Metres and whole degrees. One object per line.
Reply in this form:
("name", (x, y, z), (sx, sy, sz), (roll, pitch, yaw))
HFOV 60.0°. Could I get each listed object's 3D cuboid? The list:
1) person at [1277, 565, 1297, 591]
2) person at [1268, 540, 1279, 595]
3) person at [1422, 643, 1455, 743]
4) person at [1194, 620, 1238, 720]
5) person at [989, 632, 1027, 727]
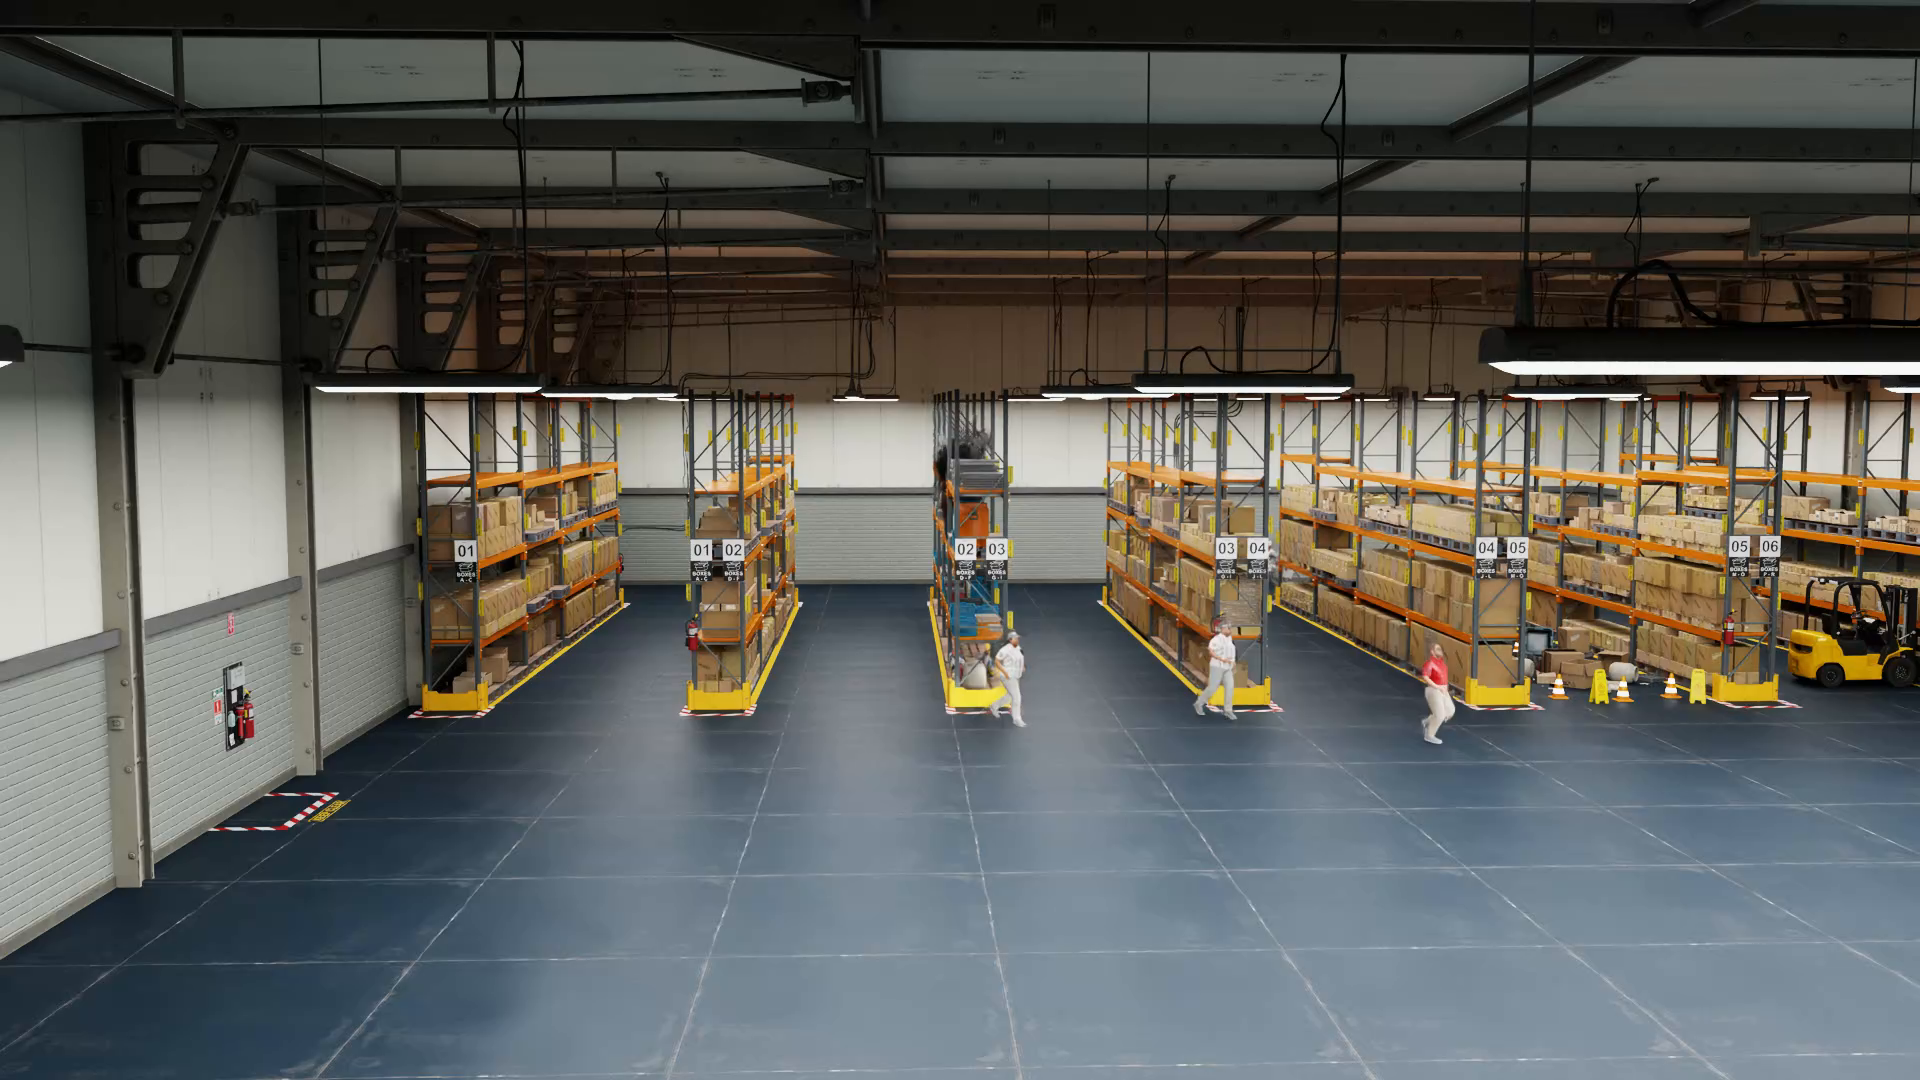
("person", (9.715, 0.875, 49.012), (0.722, 1.764, 0.731), (-1, 5, -9))
("person", (9.135, 0.879, 49.026), (0.819, 1.768, 0.799), (0, 5, 2))
("person", (8.080, 2.590, 28.180), (0.540, 1.692, 0.669), (4, 6, 39))
("person", (4.817, 2.354, 30.462), (0.734, 1.774, 0.895), (-4, 6, -43))
("person", (0.883, 2.462, 29.781), (0.851, 1.672, 0.622), (3, 6, 33))
